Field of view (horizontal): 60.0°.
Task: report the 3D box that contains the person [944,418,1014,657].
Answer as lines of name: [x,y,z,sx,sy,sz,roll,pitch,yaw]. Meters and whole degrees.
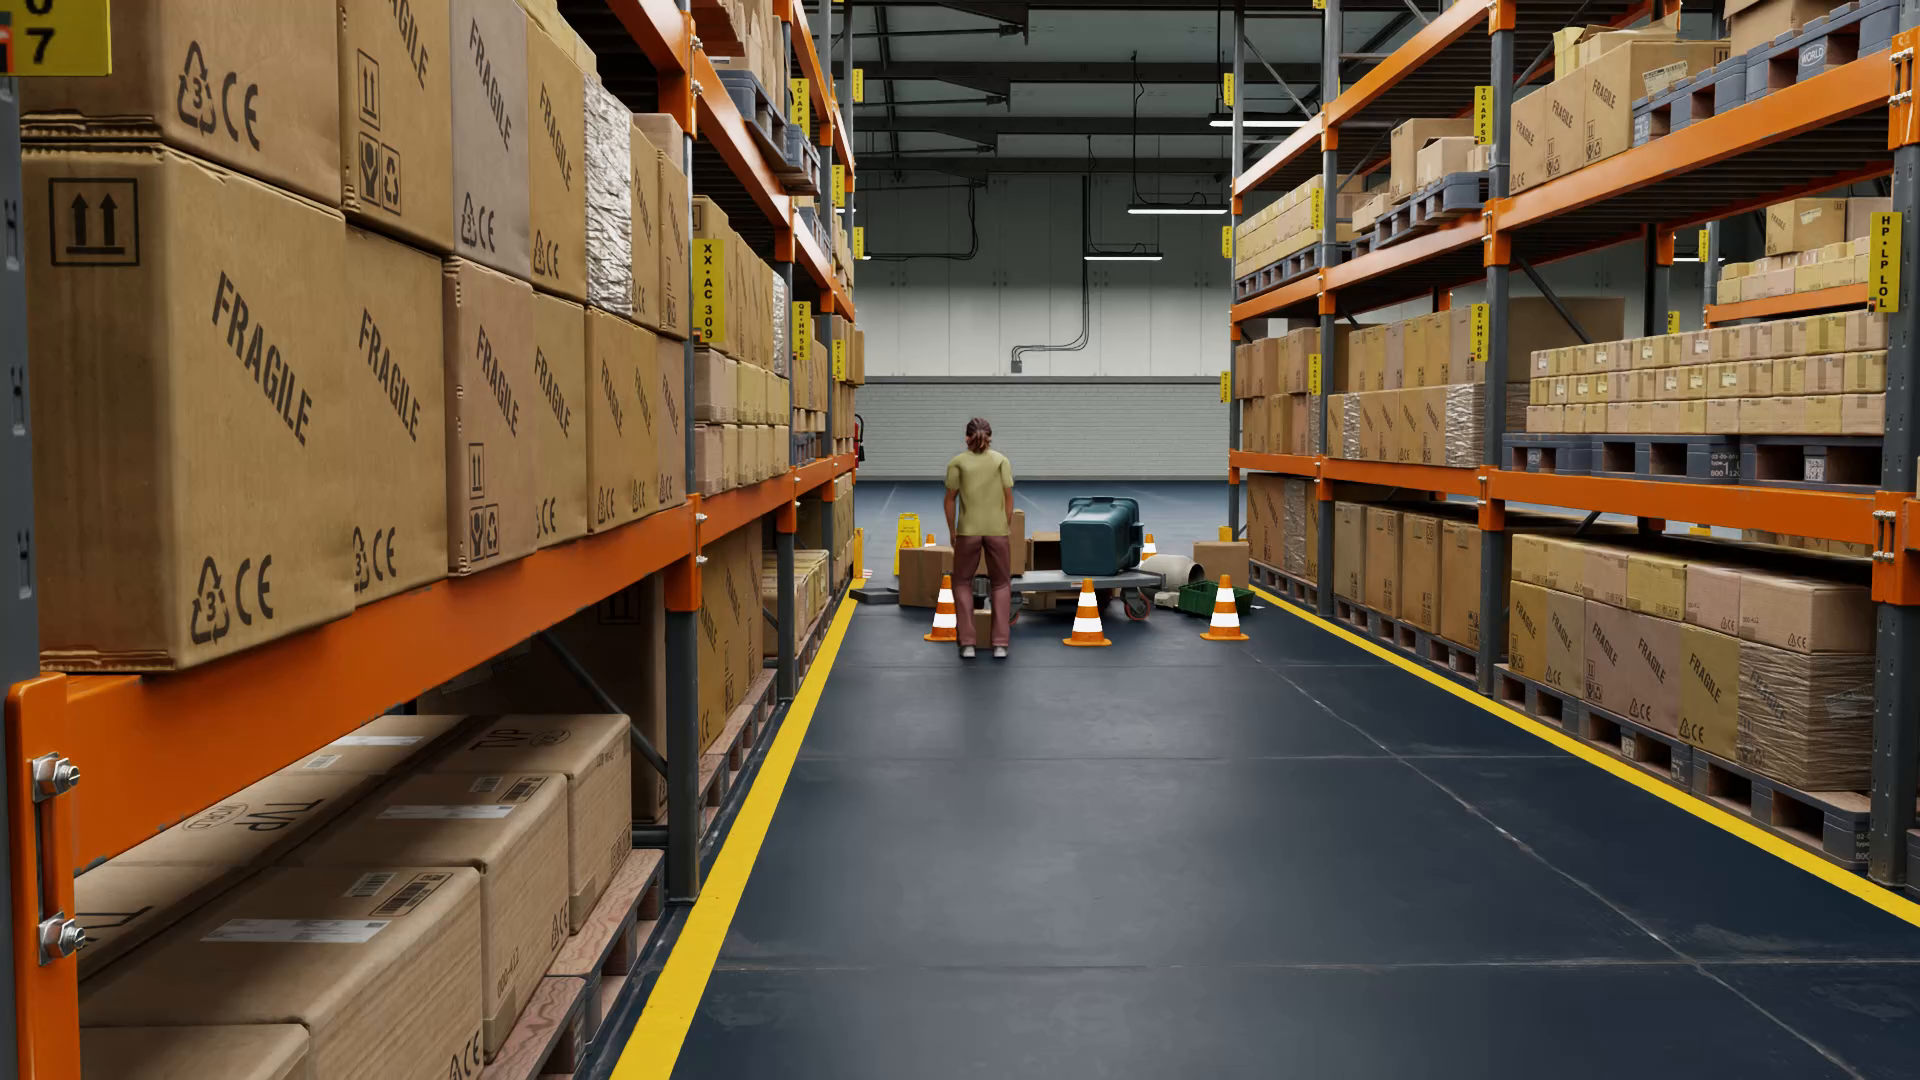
person: [0.126,-0.016,11.214,0.474,1.616,0.406,0,4,0]
